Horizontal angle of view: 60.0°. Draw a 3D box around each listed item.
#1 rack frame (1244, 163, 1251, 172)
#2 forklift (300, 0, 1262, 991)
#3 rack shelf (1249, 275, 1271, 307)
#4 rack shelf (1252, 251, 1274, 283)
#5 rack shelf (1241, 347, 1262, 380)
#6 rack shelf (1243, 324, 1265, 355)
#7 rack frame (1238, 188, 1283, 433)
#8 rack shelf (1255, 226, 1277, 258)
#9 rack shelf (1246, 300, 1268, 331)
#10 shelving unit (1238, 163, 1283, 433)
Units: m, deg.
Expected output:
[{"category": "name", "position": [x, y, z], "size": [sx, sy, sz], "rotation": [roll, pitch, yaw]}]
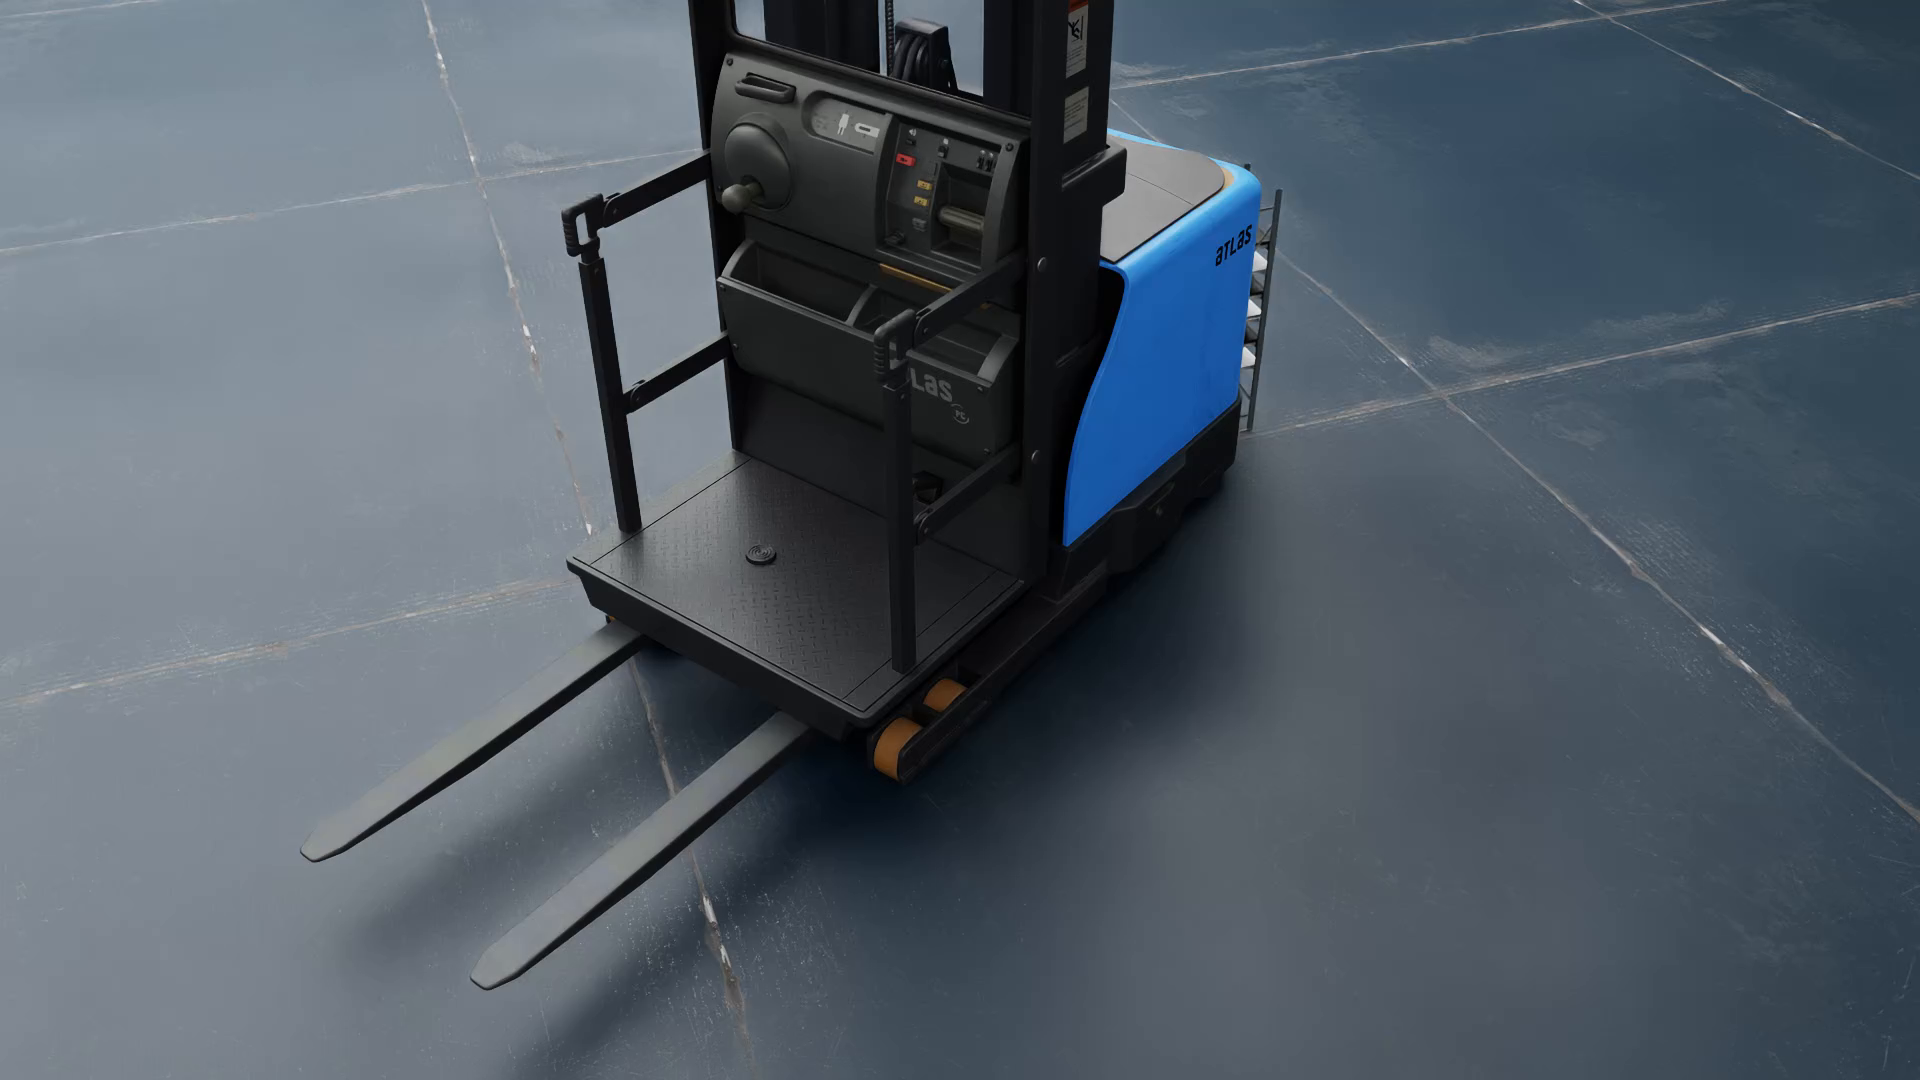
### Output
[{"category": "rack frame", "position": [0.826, -0.831, 5.605], "size": [0.240, 0.900, 0.006], "rotation": [-13, 39, -17]}, {"category": "forklift", "position": [-0.378, -0.869, 3.967], "size": [1.130, 2.935, 3.031], "rotation": [24, 43, 29]}, {"category": "rack shelf", "position": [0.863, -0.819, 5.496], "size": [0.258, 0.077, 0.200], "rotation": [-13, 39, -17]}, {"category": "rack shelf", "position": [0.863, -0.891, 5.441], "size": [0.258, 0.077, 0.200], "rotation": [-13, 39, -17]}, {"category": "rack shelf", "position": [0.863, -0.604, 5.658], "size": [0.258, 0.077, 0.200], "rotation": [-13, 39, -17]}, {"category": "rack shelf", "position": [0.863, -0.676, 5.604], "size": [0.258, 0.077, 0.200], "rotation": [-13, 39, -17]}, {"category": "rack frame", "position": [0.899, -0.717, 5.454], "size": [0.240, 0.900, 0.006], "rotation": [-13, 39, -17]}, {"category": "rack shelf", "position": [0.863, -0.963, 5.387], "size": [0.258, 0.077, 0.200], "rotation": [-13, 39, -17]}, {"category": "rack shelf", "position": [0.863, -0.747, 5.550], "size": [0.258, 0.077, 0.200], "rotation": [-13, 39, -17]}, {"category": "shelving unit", "position": [0.863, -0.774, 5.530], "size": [0.258, 0.900, 0.210], "rotation": [-13, 39, -17]}]
